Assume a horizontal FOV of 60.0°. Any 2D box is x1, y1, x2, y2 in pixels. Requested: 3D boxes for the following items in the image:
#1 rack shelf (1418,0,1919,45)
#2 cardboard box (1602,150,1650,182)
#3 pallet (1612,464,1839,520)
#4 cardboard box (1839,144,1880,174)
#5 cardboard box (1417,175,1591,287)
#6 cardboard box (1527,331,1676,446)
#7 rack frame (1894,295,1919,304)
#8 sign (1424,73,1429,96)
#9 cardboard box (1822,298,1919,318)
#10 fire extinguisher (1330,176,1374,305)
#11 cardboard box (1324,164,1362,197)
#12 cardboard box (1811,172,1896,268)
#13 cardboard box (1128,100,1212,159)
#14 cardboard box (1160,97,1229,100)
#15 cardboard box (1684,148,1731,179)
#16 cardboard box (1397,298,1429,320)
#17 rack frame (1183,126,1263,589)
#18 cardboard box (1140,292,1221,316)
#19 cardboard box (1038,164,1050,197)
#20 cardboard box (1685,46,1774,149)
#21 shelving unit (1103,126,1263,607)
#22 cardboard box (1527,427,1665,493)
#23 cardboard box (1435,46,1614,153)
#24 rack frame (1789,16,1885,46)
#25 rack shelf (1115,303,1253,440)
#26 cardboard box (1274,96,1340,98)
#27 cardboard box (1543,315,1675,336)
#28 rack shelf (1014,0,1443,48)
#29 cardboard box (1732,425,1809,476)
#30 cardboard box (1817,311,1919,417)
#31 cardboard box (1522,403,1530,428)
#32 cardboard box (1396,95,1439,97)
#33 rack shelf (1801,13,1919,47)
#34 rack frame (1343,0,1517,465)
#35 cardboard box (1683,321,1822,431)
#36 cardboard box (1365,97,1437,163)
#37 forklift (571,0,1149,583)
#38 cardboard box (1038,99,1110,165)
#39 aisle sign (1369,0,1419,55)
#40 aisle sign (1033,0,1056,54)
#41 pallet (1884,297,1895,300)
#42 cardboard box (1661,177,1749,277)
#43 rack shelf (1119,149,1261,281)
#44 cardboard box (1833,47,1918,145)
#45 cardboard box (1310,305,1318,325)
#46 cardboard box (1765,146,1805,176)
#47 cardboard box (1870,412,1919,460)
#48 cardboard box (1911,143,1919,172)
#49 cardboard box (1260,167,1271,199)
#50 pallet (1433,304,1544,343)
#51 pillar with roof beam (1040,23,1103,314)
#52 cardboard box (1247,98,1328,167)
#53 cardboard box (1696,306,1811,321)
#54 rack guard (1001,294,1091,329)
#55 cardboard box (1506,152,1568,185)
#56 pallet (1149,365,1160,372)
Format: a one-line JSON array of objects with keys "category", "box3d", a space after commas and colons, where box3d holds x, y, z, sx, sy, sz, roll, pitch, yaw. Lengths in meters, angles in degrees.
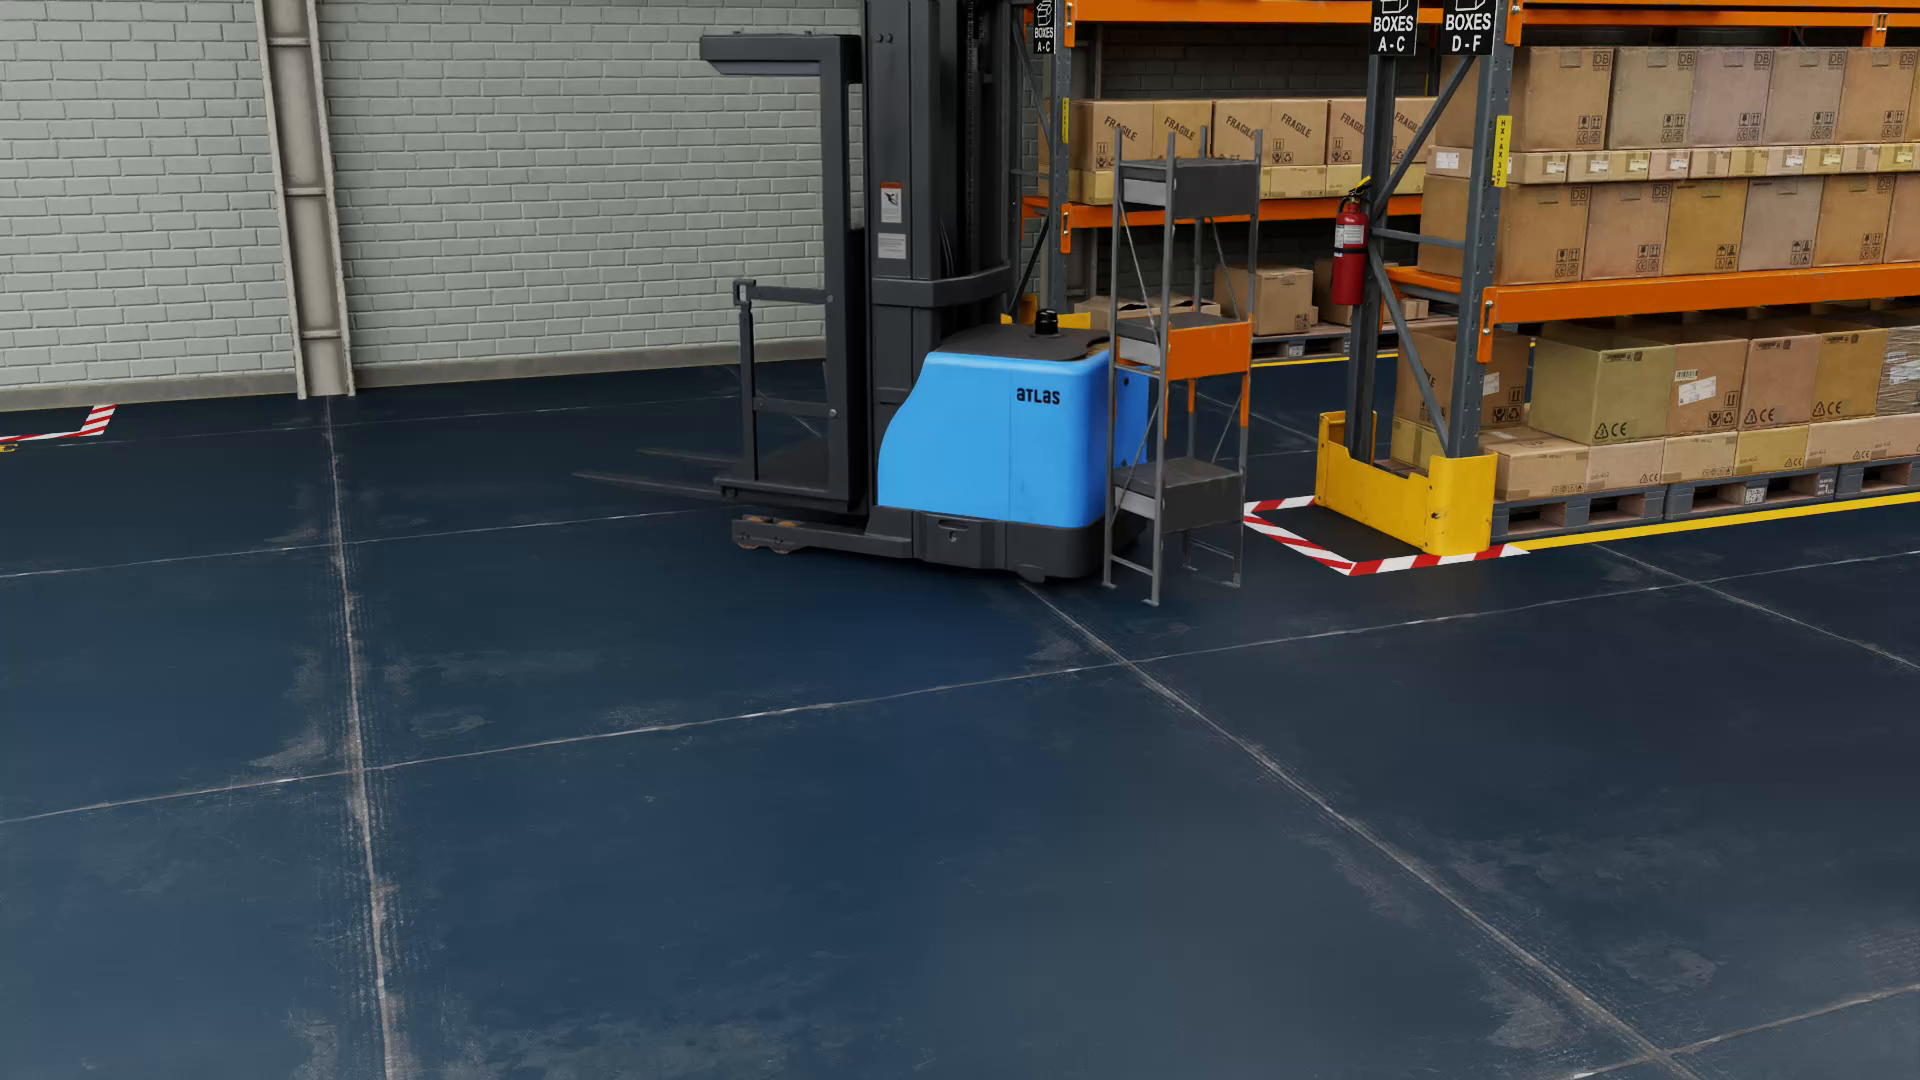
[{"category": "rack shelf", "box3d": [4.227, -2.821, 8.834, 4.000, 0.370, 1.077, -6, 17, -20]}, {"category": "cardboard box", "box3d": [3.281, -1.920, 8.483, 0.250, 0.149, 0.380, -6, 17, -20]}, {"category": "pallet", "box3d": [4.196, -0.398, 9.577, 1.213, 0.211, 1.003, -6, 17, -20]}, {"category": "cardboard box", "box3d": [4.731, -2.076, 9.017, 0.250, 0.149, 0.380, -6, 17, -18]}, {"category": "cardboard box", "box3d": [2.800, -1.617, 8.604, 0.500, 0.500, 0.700, -6, 17, -20]}, {"category": "cardboard box", "box3d": [3.406, -0.814, 8.850, 0.500, 0.500, 0.500, -6, 17, -20]}, {"category": "rack frame", "box3d": [6.094, -1.929, 9.842, 0.127, 3.000, 1.000, -6, 17, -20]}, {"category": "sign", "box3d": [4.116, -3.933, 14.612, 0.005, 0.325, 0.100, -6, 17, -20]}, {"category": "cardboard box", "box3d": [5.549, -1.206, 10.186, 0.500, 0.500, 0.500, -6, 17, -20]}, {"category": "fire extinguisher", "box3d": [2.082, -1.599, 8.855, 0.183, 0.674, 0.296, -6, 17, -20]}, {"category": "cardboard box", "box3d": [3.052, -2.939, 13.513, 0.500, 0.250, 0.500, -6, 17, -20]}, {"category": "cardboard box", "box3d": [4.722, -1.826, 9.314, 0.500, 0.500, 0.700, -6, 17, -19]}, {"category": "cardboard box", "box3d": [1.601, -3.142, 12.874, 0.500, 0.500, 0.500, -6, 17, -20]}, {"category": "cardboard box", "box3d": [1.902, -3.331, 13.516, 0.500, 0.500, 0.500, -7, 18, -22]}, {"category": "cardboard box", "box3d": [3.766, -1.972, 8.661, 0.250, 0.149, 0.380, -7, 18, -22]}, {"category": "cardboard box", "box3d": [3.829, -2.021, 14.406, 0.250, 0.166, 0.380, -9, 18, -27]}, {"category": "rack frame", "box3d": [1.206, -0.826, 7.684, 0.015, 2.100, 0.400, -10, 19, -31]}, {"category": "cardboard box", "box3d": [1.794, -1.853, 13.575, 0.500, 0.311, 0.500, -5, 17, -15]}, {"category": "cardboard box", "box3d": [0.950, -2.864, 13.258, 0.500, 0.250, 0.500, -6, 17, -19]}, {"category": "cardboard box", "box3d": [3.809, -2.350, 8.798, 0.500, 0.500, 0.700, -6, 17, -20]}, {"category": "shelving unit", "box3d": [0.999, -0.789, 7.560, 0.503, 2.100, 0.431, -10, 19, -31]}, {"category": "cardboard box", "box3d": [3.405, -0.454, 8.957, 0.500, 0.250, 0.500, -6, 17, -20]}, {"category": "cardboard box", "box3d": [2.849, -2.245, 8.439, 0.500, 0.500, 0.700, -6, 17, -20]}, {"category": "rack frame", "box3d": [8.053, -3.635, 15.652, 0.127, 3.000, 1.000, -6, 17, -20]}, {"category": "rack shelf", "box3d": [0.999, -0.776, 7.563, 0.480, 0.518, 0.431, -10, 19, -31]}, {"category": "cardboard box", "box3d": [2.853, -3.437, 13.877, 0.500, 0.500, 0.500, -6, 17, -19]}, {"category": "cardboard box", "box3d": [3.682, -1.004, 9.499, 0.500, 0.500, 0.500, -6, 17, -20]}, {"category": "rack shelf", "box3d": [2.451, -4.124, 13.271, 4.000, 0.370, 1.077, -6, 17, -20]}, {"category": "cardboard box", "box3d": [4.341, -0.554, 9.295, 0.500, 0.250, 0.500, -6, 17, -20]}, {"category": "cardboard box", "box3d": [5.268, -1.019, 9.548, 0.500, 0.500, 0.500, -6, 17, -20]}, {"category": "cardboard box", "box3d": [3.217, -0.593, 9.428, 0.500, 0.250, 0.500, -6, 17, -20]}, {"category": "cardboard box", "box3d": [3.805, -3.537, 14.218, 0.500, 0.500, 0.500, -7, 18, -21]}, {"category": "rack shelf", "box3d": [9.921, -4.931, 16.018, 4.000, 0.370, 1.077, -6, 17, -20]}, {"category": "rack frame", "box3d": [2.359, -1.525, 8.469, 0.127, 3.000, 1.000, -6, 17, -20]}, {"category": "cardboard box", "box3d": [4.341, -0.913, 9.189, 0.500, 0.500, 0.500, -6, 17, -20]}, {"category": "cardboard box", "box3d": [3.523, -3.348, 13.576, 0.500, 0.500, 0.500, -6, 17, -20]}, {"category": "forklift", "box3d": [-0.600, -1.460, 8.370, 3.031, 2.935, 1.130, 7, 18, 23]}, {"category": "cardboard box", "box3d": [0.947, -3.229, 13.171, 0.500, 0.500, 0.500, -6, 18, -21]}, {"category": "aisle sign", "box3d": [2.193, -2.843, 8.343, 0.004, 0.787, 0.394, -6, 17, -20]}, {"category": "aisle sign", "box3d": [0.623, -3.989, 12.246, 0.004, 0.787, 0.394, -6, 17, -20]}, {"category": "pallet", "box3d": [8.816, -2.357, 16.249, 1.213, 0.211, 1.003, -6, 17, -20]}, {"category": "cardboard box", "box3d": [3.754, -1.720, 8.953, 0.500, 0.500, 0.700, -6, 17, -20]}, {"category": "rack shelf", "box3d": [0.999, -1.448, 7.366, 0.480, 0.518, 0.431, -10, 19, -31]}, {"category": "cardboard box", "box3d": [4.743, -2.451, 9.141, 0.500, 0.500, 0.700, -6, 17, -20]}, {"category": "cardboard box", "box3d": [2.817, -1.919, 14.088, 0.250, 0.149, 0.380, -8, 18, -25]}, {"category": "cardboard box", "box3d": [4.238, -2.022, 8.832, 0.250, 0.149, 0.380, -6, 17, -20]}, {"category": "cardboard box", "box3d": [5.269, -0.659, 9.653, 0.500, 0.250, 0.500, -6, 17, -20]}, {"category": "cardboard box", "box3d": [5.197, -2.126, 9.185, 0.250, 0.149, 0.380, -6, 17, -20]}, {"category": "cardboard box", "box3d": [2.110, -2.838, 13.168, 0.500, 0.250, 0.500, -6, 18, -21]}, {"category": "pallet", "box3d": [5.045, -1.973, 14.941, 1.213, 0.211, 1.003, -6, 17, -20]}, {"category": "pillar with roof beam", "box3d": [2.468, -4.872, 9.219, 0.400, 9.000, 9.100, -6, 17, -20]}, {"category": "cardboard box", "box3d": [2.564, -3.248, 13.234, 0.500, 0.500, 0.500, -6, 17, -18]}, {"category": "cardboard box", "box3d": [4.615, -1.105, 9.843, 0.500, 0.500, 0.500, -6, 17, -20]}, {"category": "rack guard", "box3d": [0.654, -1.637, 13.284, 0.348, 0.500, 1.175, -6, 17, -20]}, {"category": "cardboard box", "box3d": [2.802, -1.867, 8.305, 0.250, 0.149, 0.380, -6, 18, -20]}, {"category": "pallet", "box3d": [1.425, -1.571, 13.572, 1.213, 0.211, 1.003, -6, 17, -20]}]
